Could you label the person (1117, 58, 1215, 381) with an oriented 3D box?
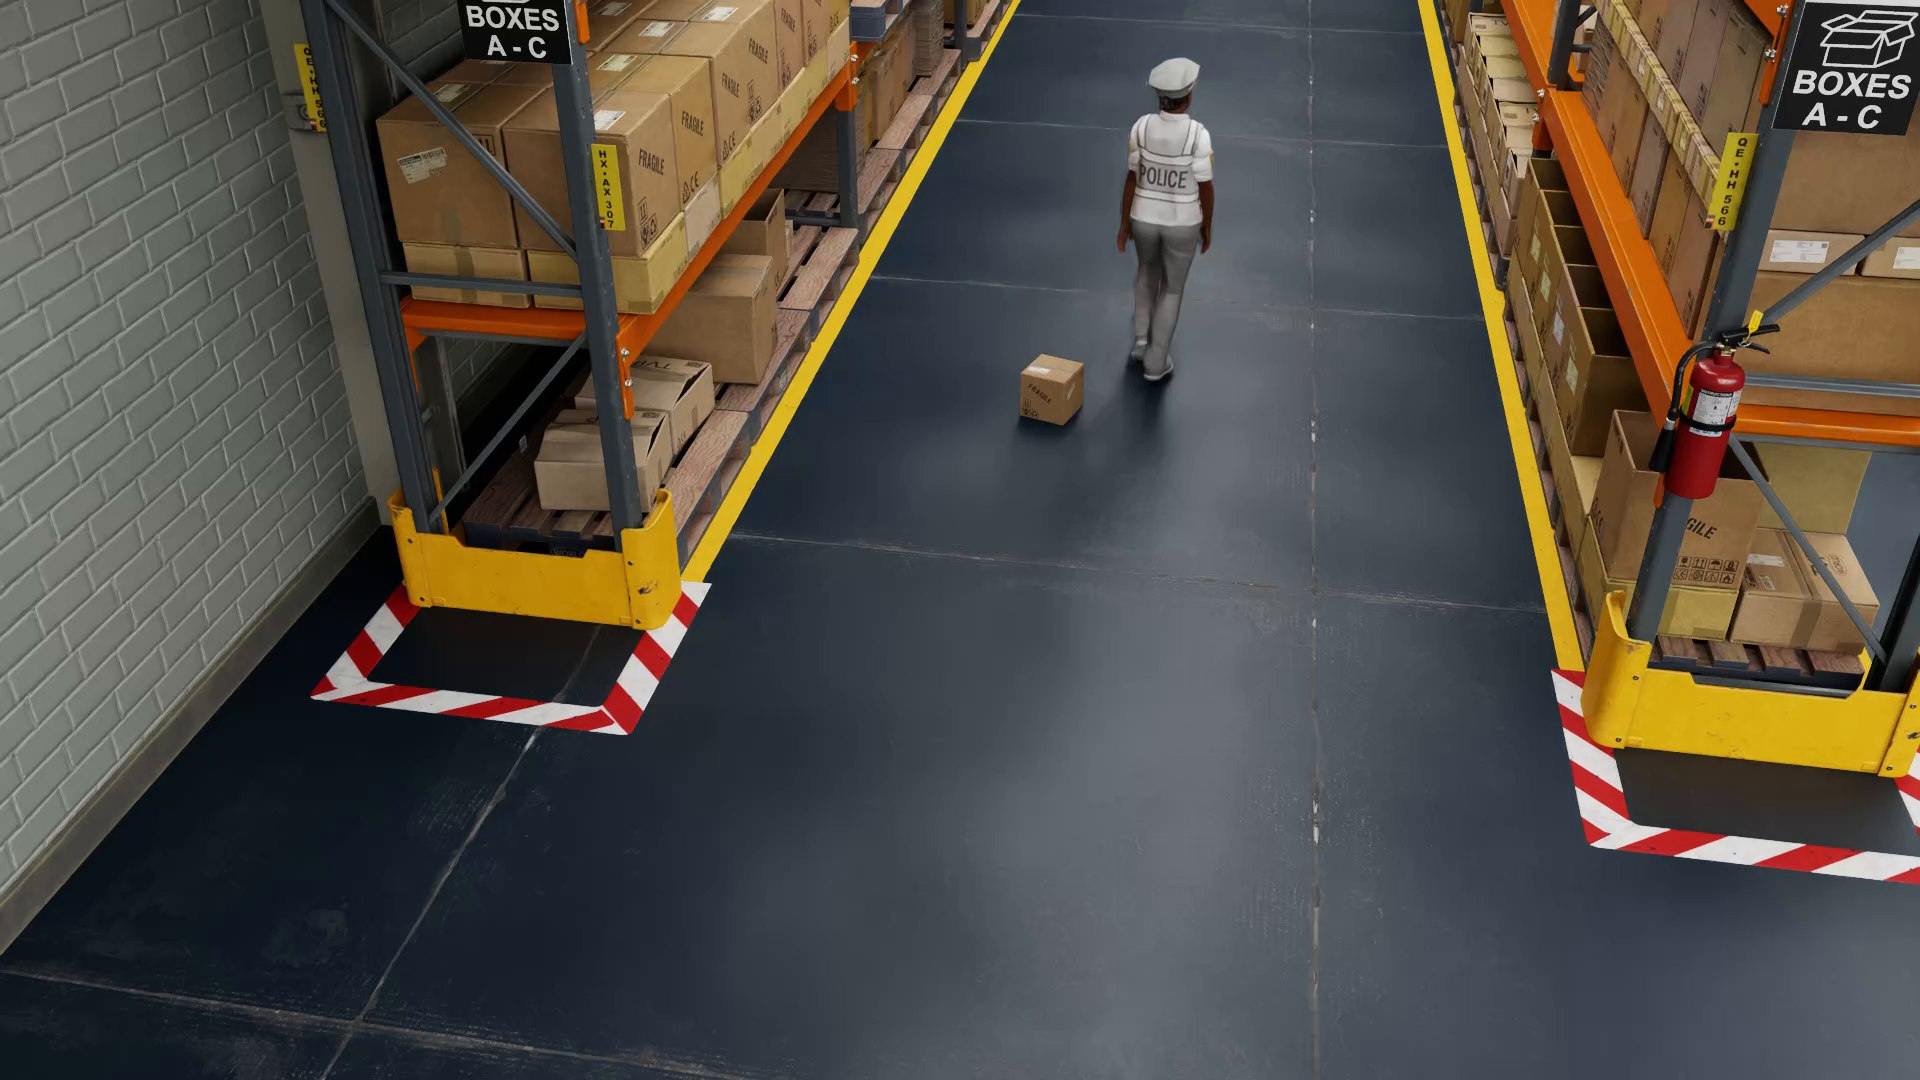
[{"bbox_3d":[1.090,-1.644,8.688,0.479,1.729,0.484,15,35,22],"label":"person"}]
